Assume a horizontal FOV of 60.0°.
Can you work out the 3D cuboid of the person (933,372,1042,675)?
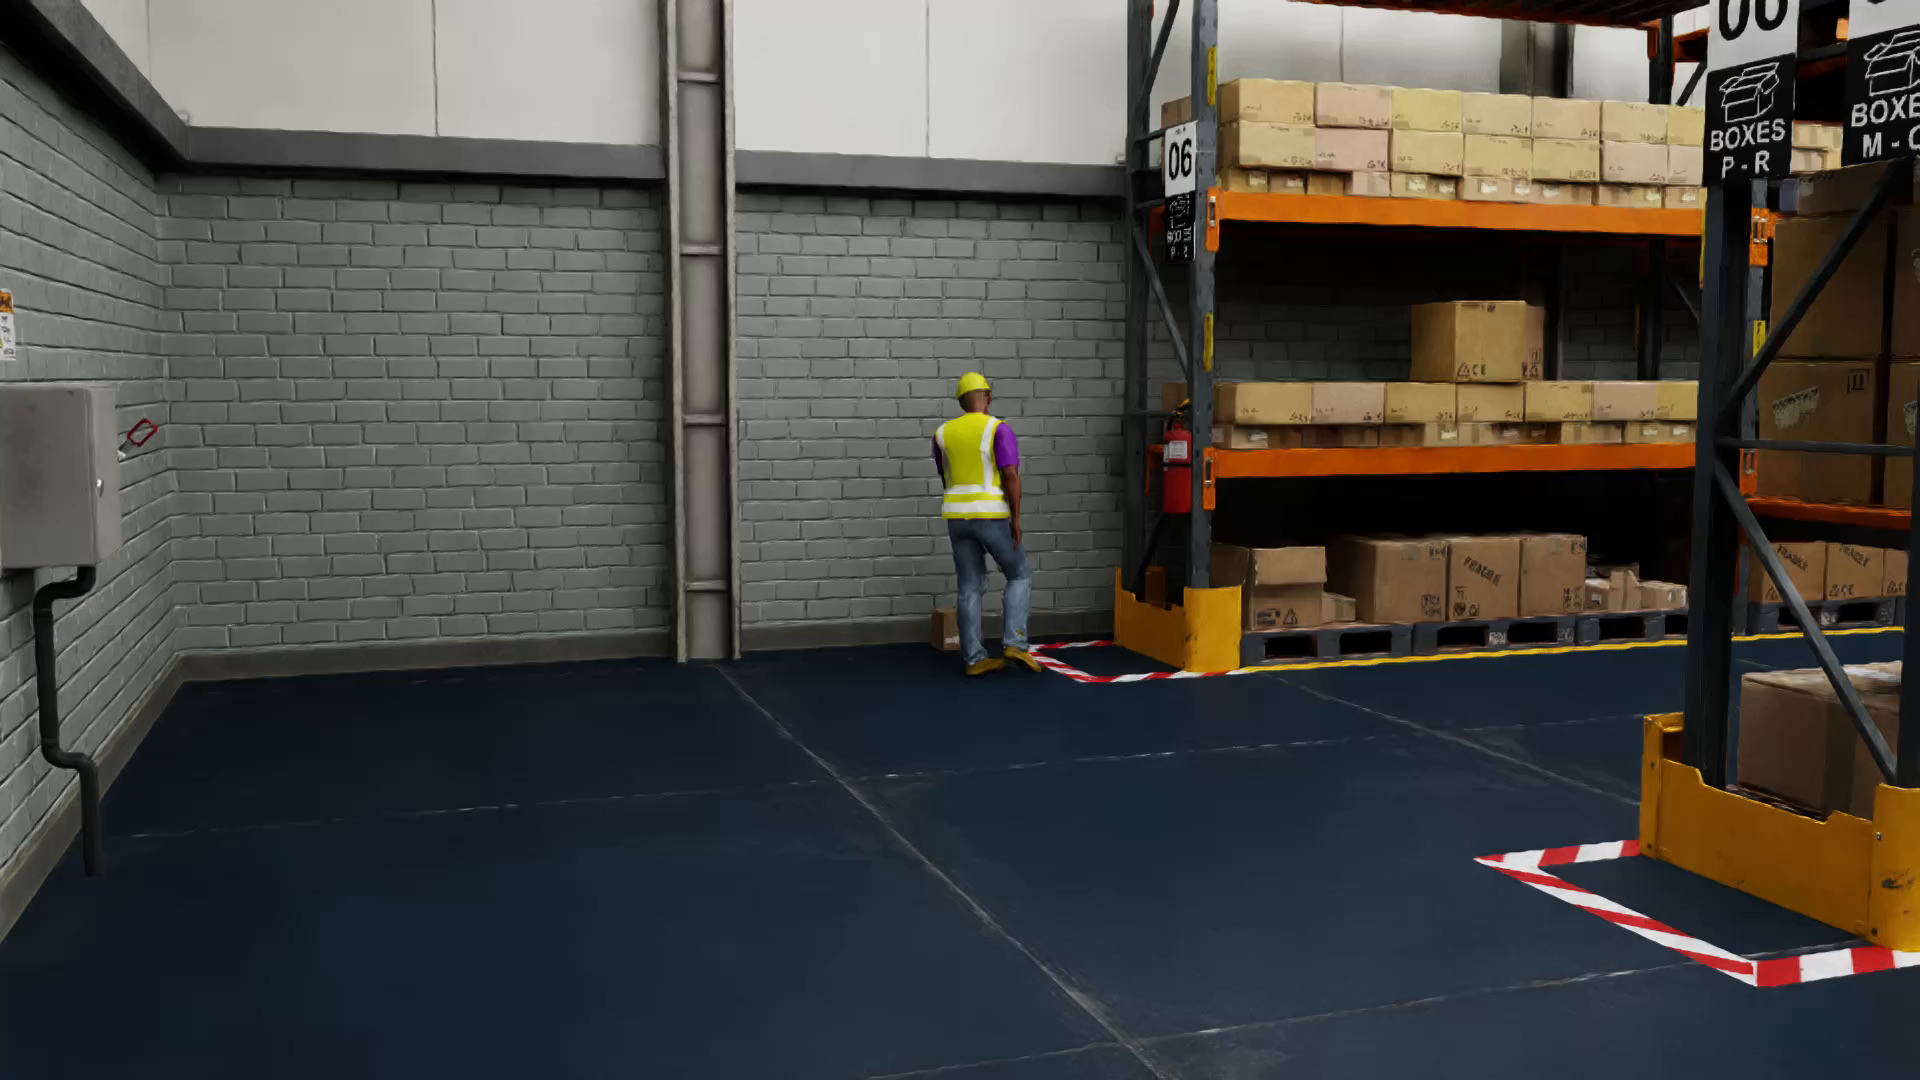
[{"bbox_3d":[0.159,-0.098,9.738,0.652,1.767,0.536,3,6,28],"label":"person"}]
